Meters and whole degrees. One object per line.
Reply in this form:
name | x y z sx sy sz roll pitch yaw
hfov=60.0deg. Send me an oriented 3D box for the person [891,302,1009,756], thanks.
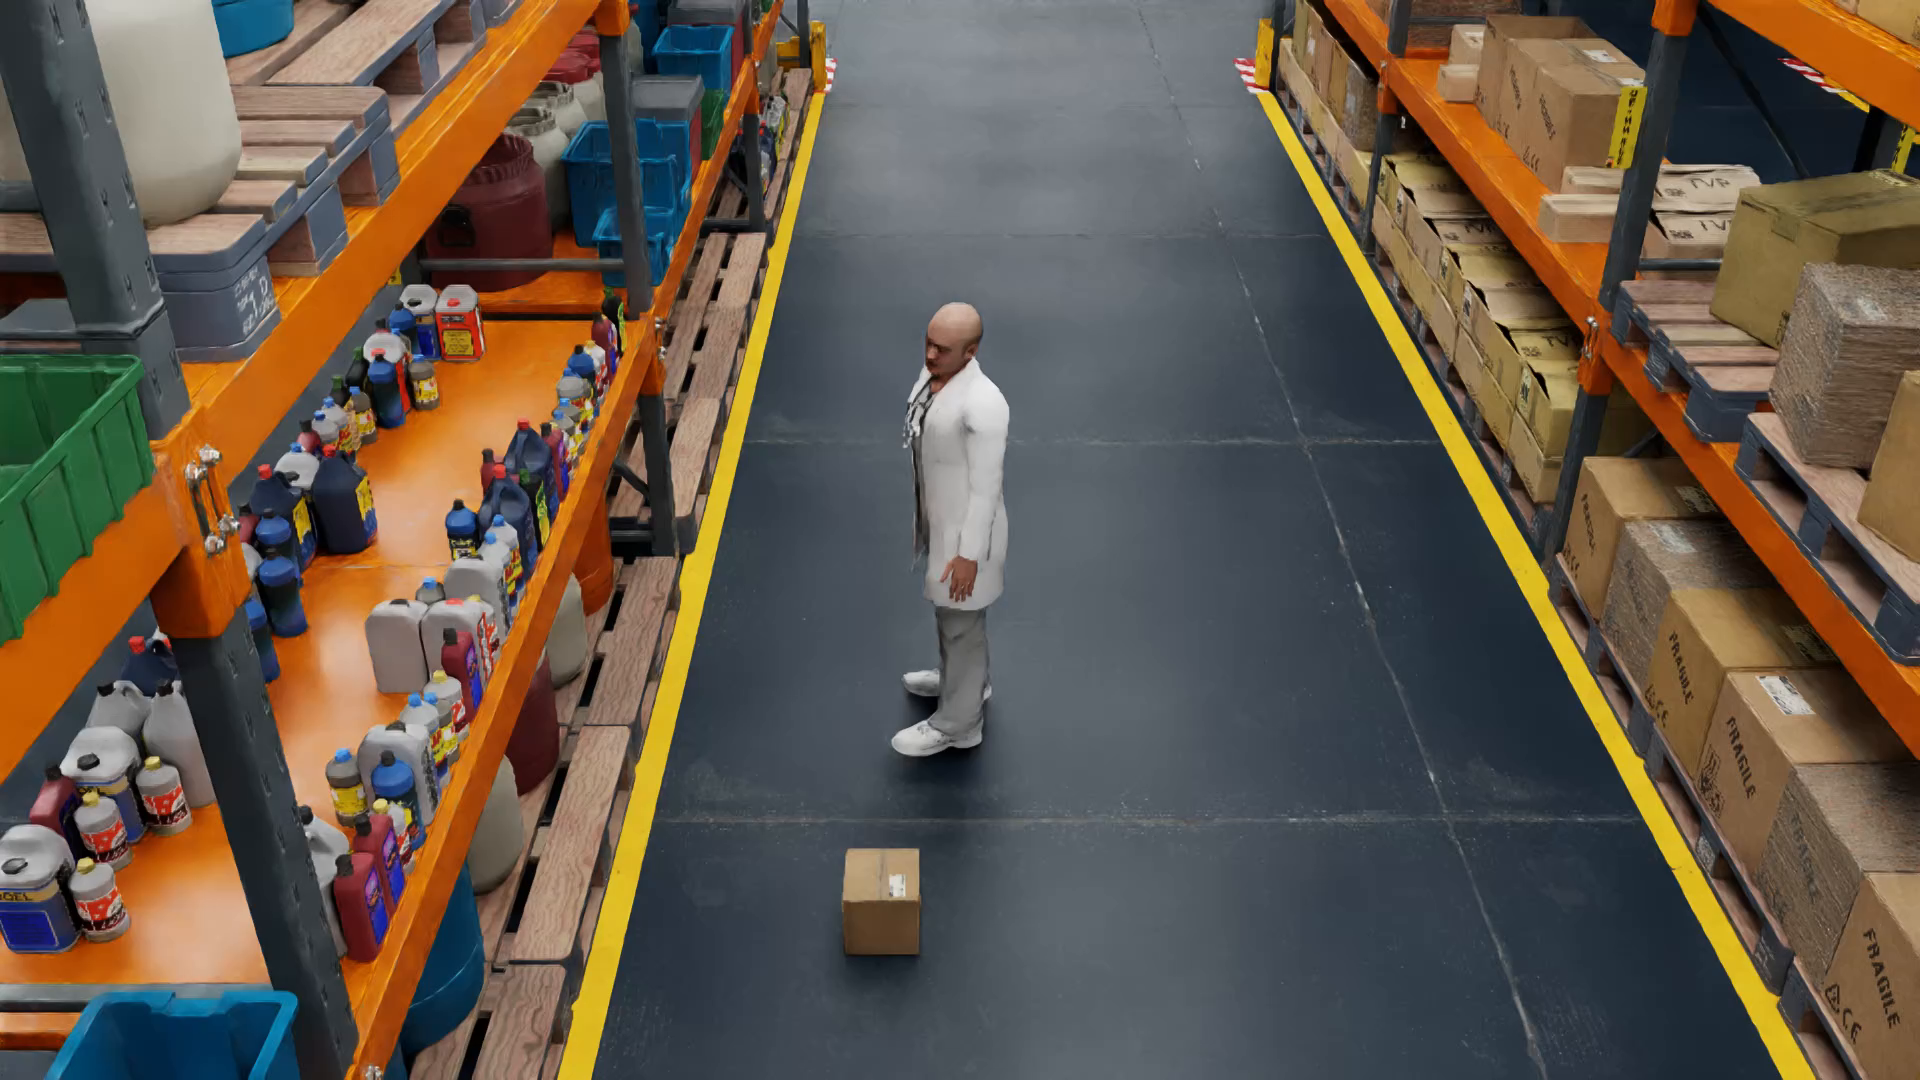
person | -0.075 -0.032 6.144 0.520 1.786 0.647 -12 33 -19
